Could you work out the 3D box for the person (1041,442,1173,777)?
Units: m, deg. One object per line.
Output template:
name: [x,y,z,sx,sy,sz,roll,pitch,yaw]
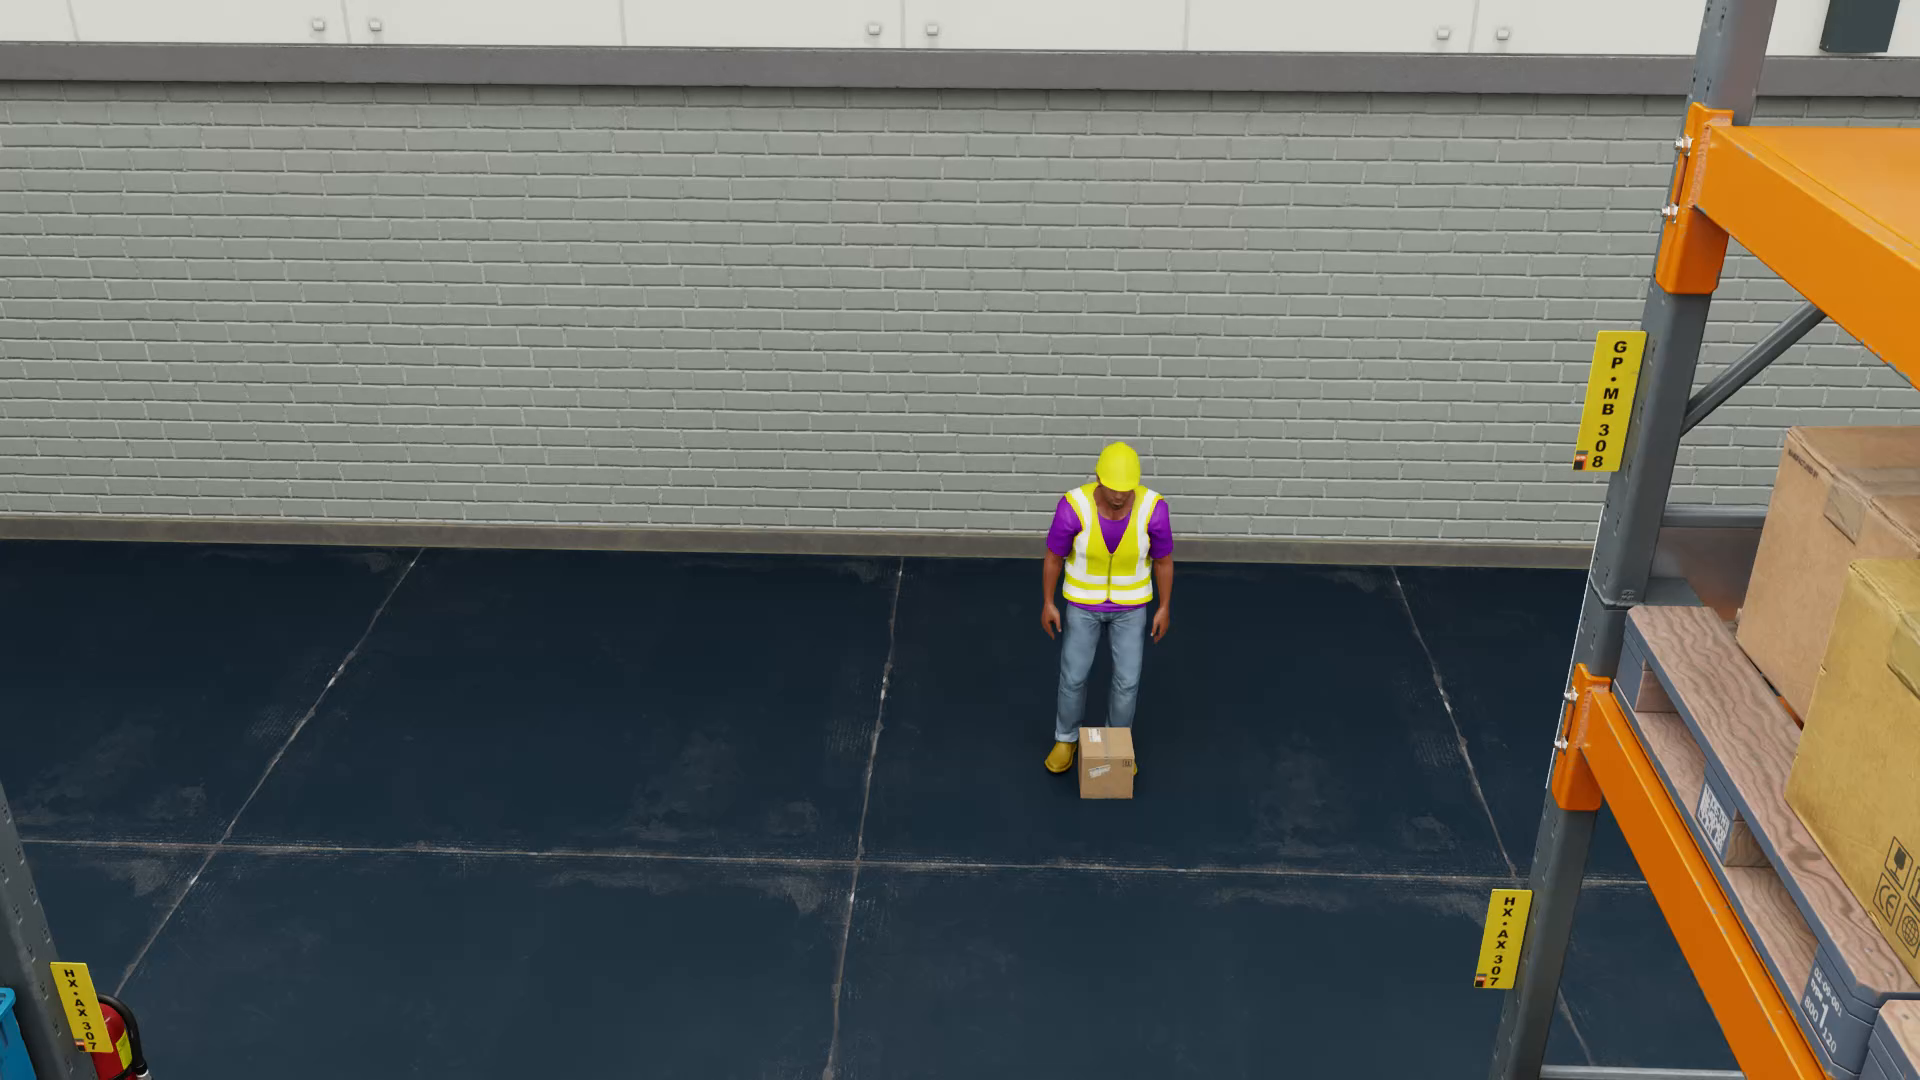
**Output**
person: [0.704,0.318,7.998,0.627,1.760,0.460,1,28,2]
